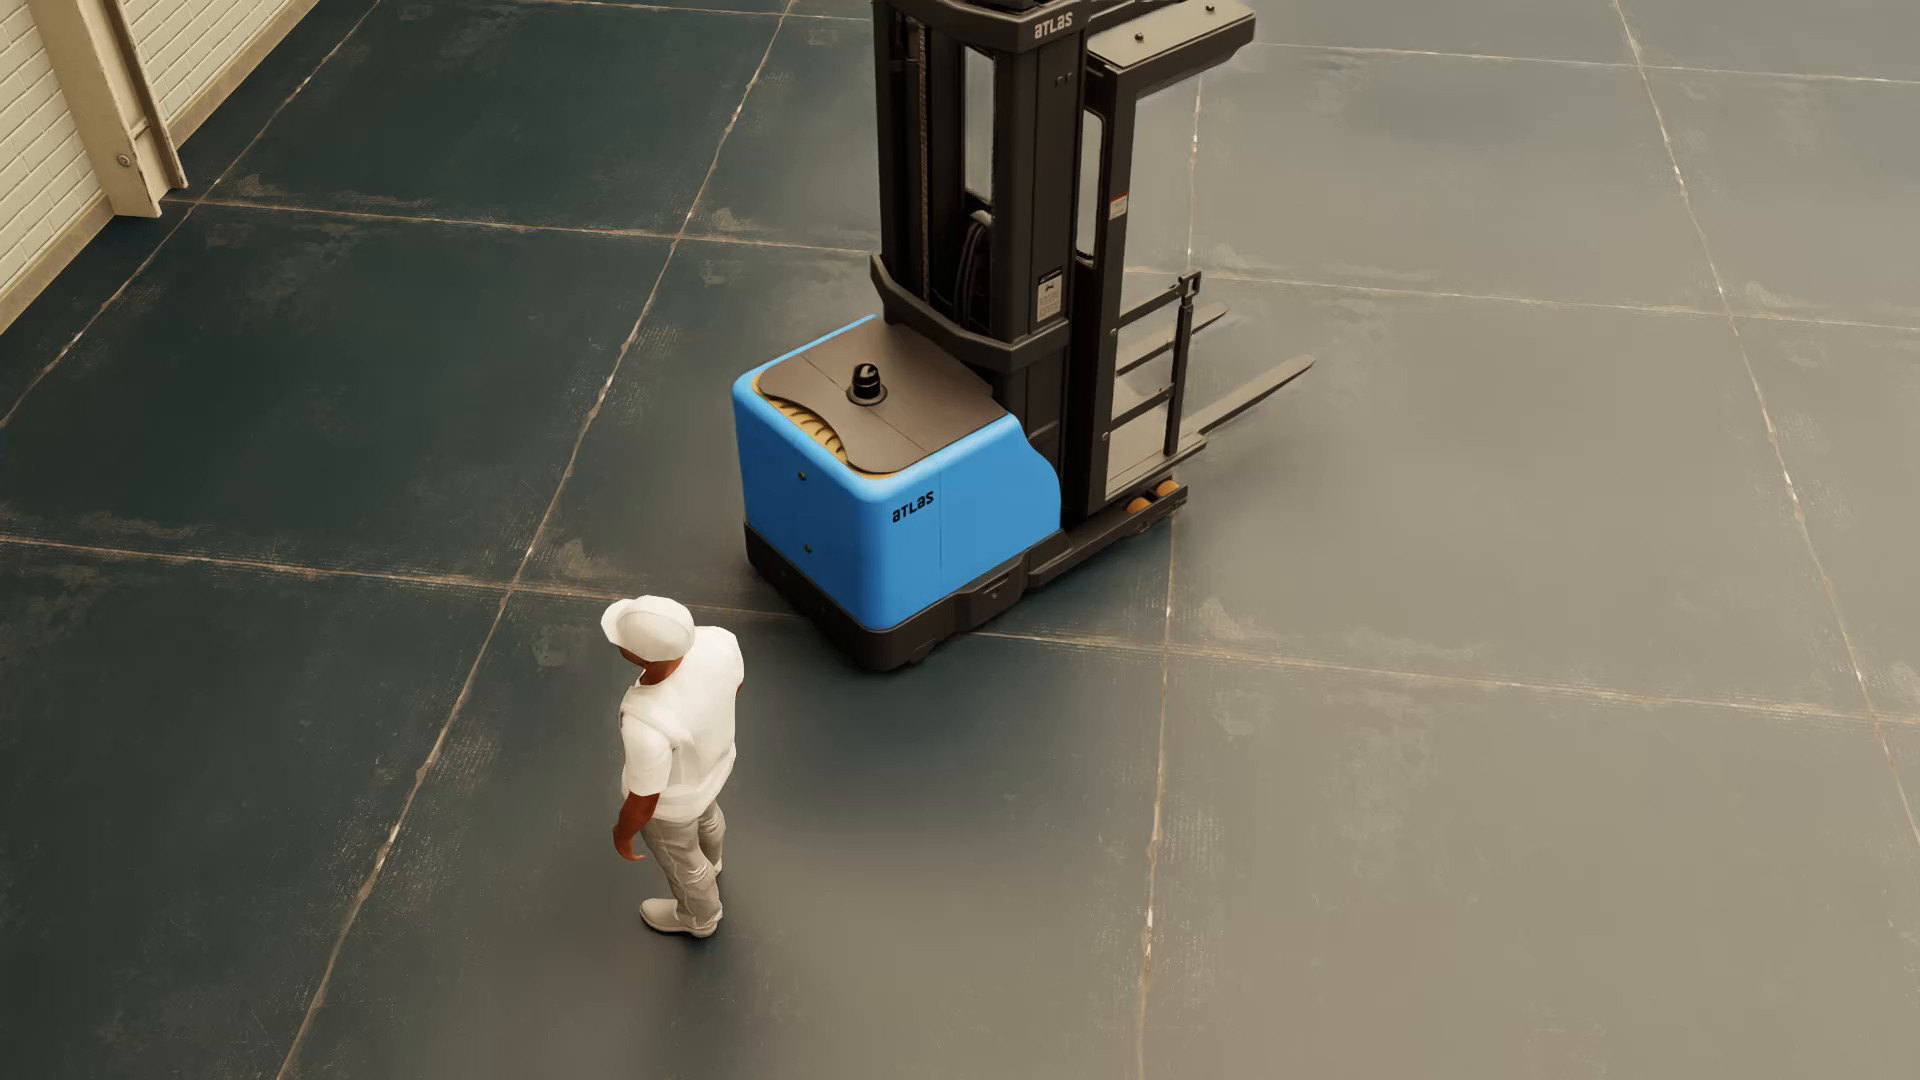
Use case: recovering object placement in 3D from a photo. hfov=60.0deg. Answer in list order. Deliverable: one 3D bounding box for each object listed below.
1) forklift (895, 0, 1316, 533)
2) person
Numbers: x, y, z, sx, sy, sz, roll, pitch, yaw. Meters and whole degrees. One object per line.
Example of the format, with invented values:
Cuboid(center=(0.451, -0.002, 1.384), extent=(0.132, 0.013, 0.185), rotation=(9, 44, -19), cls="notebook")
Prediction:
Cuboid(center=(0.467, -1.359, 7.204), extent=(3.031, 2.935, 1.121), rotation=(-30, 50, -28), cls="forklift")
Cuboid(center=(-1.035, 0.779, 5.727), extent=(0.578, 1.765, 0.666), rotation=(17, 45, 18), cls="person")
